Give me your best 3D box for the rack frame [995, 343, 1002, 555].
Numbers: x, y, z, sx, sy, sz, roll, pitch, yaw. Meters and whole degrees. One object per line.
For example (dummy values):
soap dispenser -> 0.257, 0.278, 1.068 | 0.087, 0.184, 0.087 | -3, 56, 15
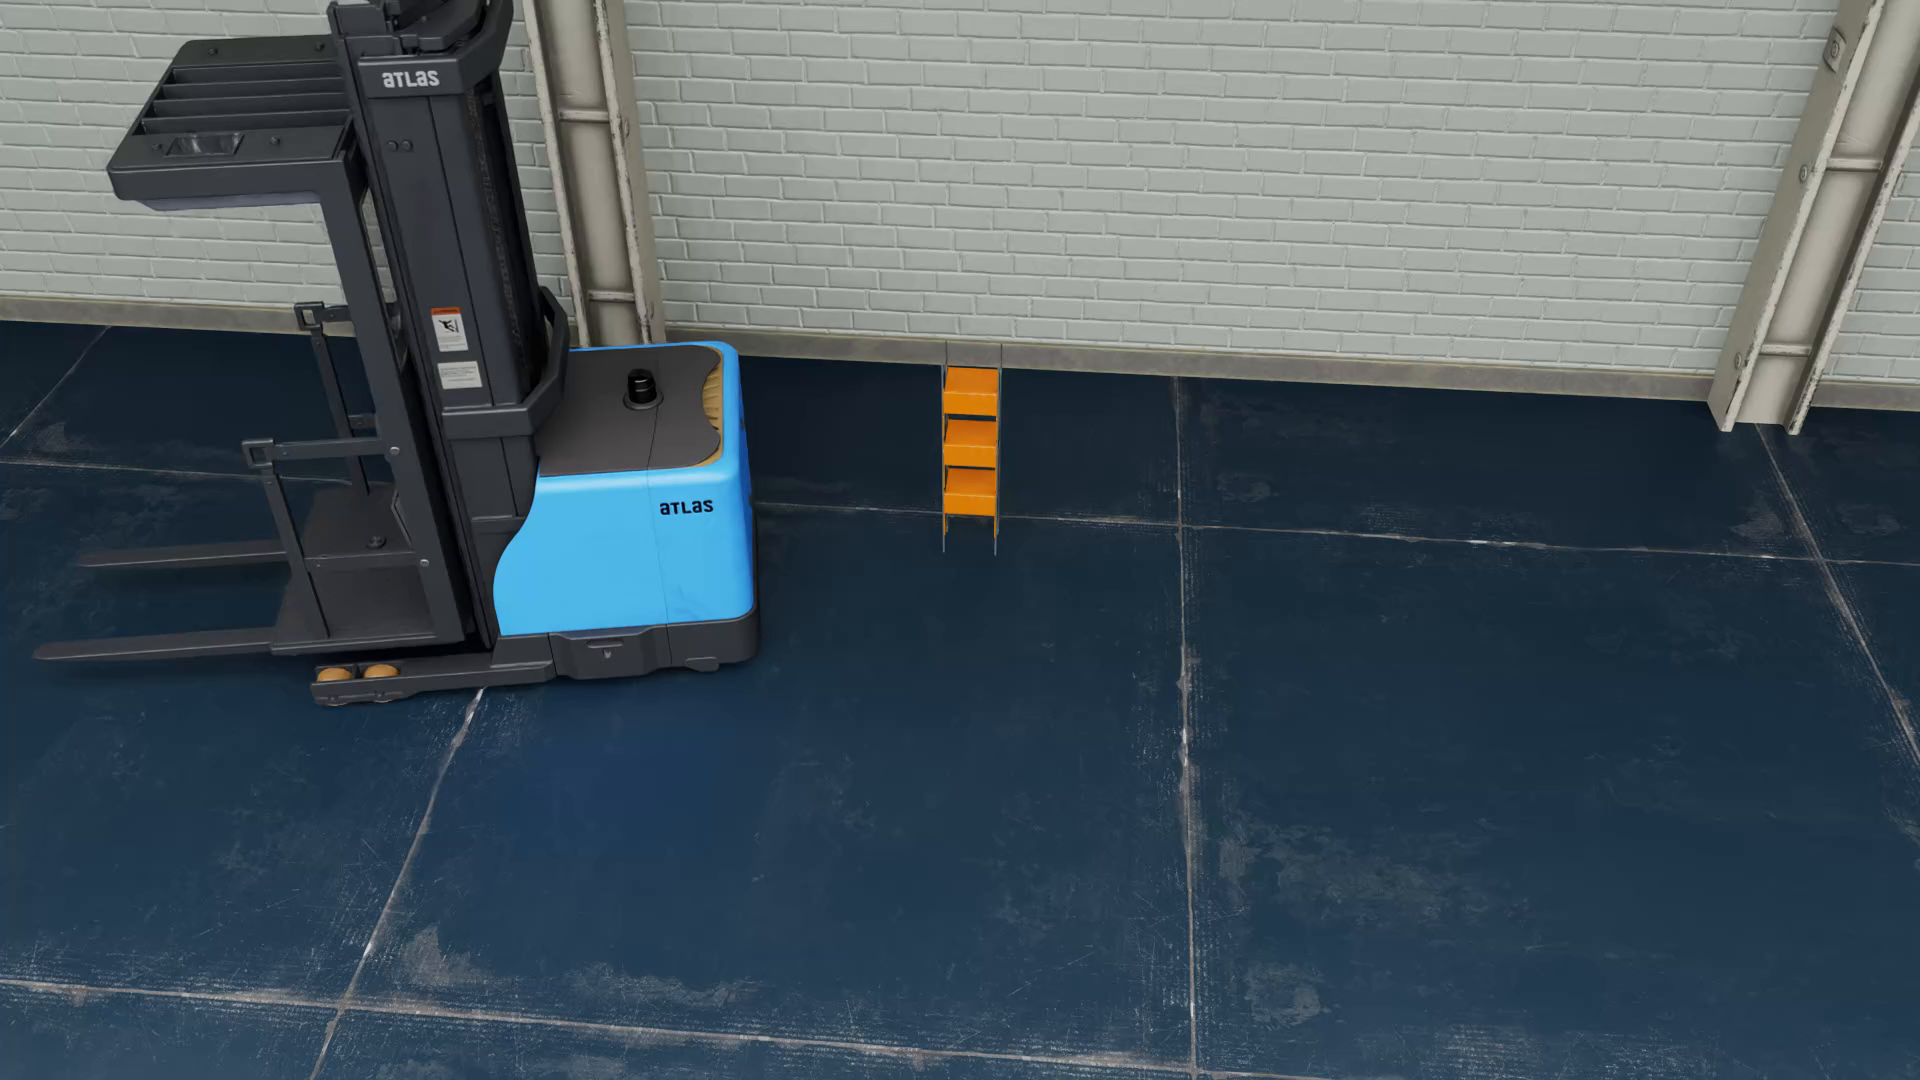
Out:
rack frame -> 0.175, -0.398, 7.577 | 0.008, 1.050, 0.200 | 3, 39, 4

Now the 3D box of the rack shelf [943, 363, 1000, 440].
rack shelf -> 0.053, -0.616, 7.413 | 0.240, 0.259, 0.215 | 3, 39, 4

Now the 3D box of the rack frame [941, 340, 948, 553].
rack frame -> -0.068, -0.411, 7.594 | 0.008, 1.050, 0.200 | 3, 39, 4

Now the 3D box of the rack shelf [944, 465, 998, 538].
rack shelf -> 0.053, -0.180, 7.768 | 0.240, 0.259, 0.215 | 3, 39, 4

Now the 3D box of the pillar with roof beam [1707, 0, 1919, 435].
pillar with roof beam -> 3.780, -1.434, 2.553 | 0.400, 9.000, 9.100 | 3, 39, 4

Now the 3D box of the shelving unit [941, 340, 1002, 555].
shelving unit -> 0.053, -0.404, 7.585 | 0.252, 1.050, 0.215 | 3, 39, 4

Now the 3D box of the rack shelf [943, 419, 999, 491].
rack shelf -> 0.053, -0.396, 7.592 | 0.240, 0.259, 0.215 | 3, 39, 4

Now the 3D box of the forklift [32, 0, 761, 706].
forklift -> -2.420, -0.786, 6.564 | 3.031, 2.935, 1.130 | -4, 39, -5

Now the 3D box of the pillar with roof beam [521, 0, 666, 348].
pillar with roof beam -> -2.198, -1.761, 2.955 | 0.400, 9.000, 9.100 | 3, 39, 4
